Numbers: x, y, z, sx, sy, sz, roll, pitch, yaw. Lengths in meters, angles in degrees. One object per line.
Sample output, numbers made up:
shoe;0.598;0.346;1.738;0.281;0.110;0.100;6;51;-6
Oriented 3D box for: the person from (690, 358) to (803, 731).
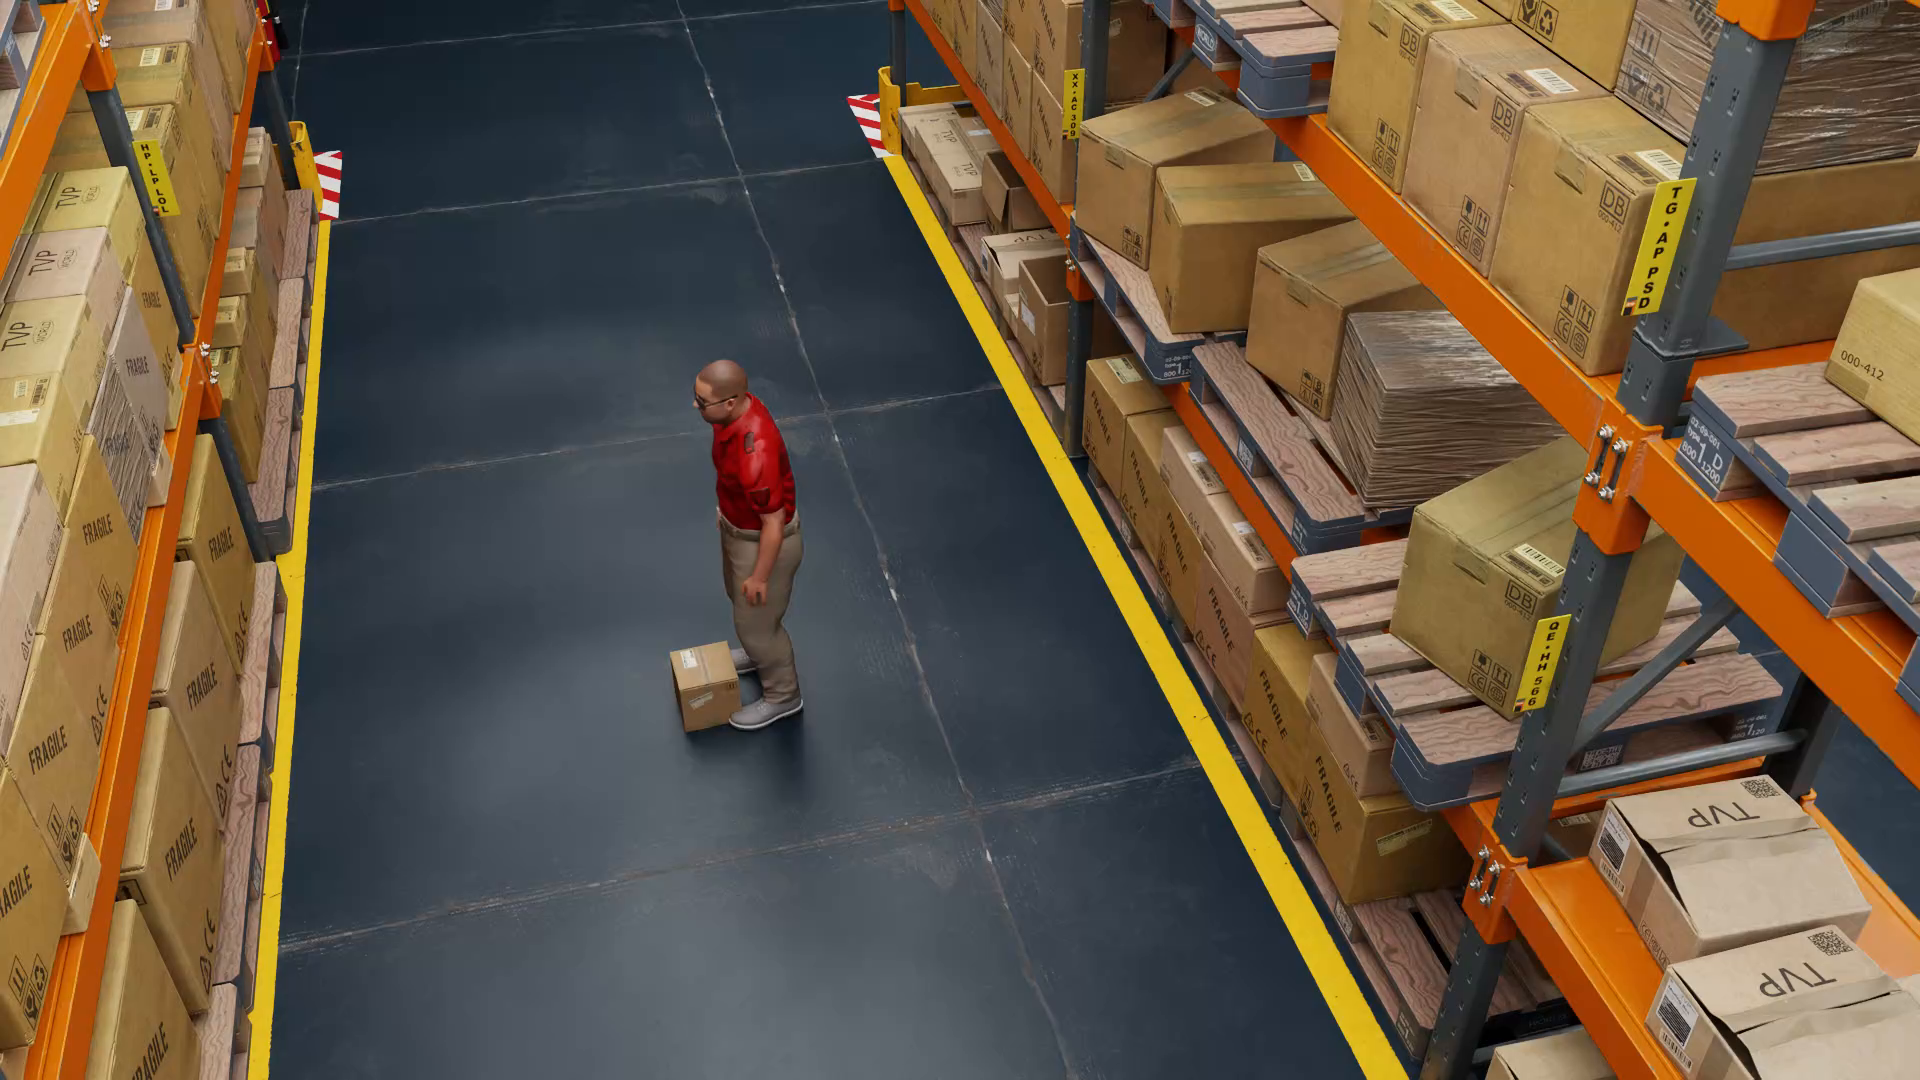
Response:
person;-0.845;-0.003;6.729;0.387;1.726;0.592;-10;39;-13
